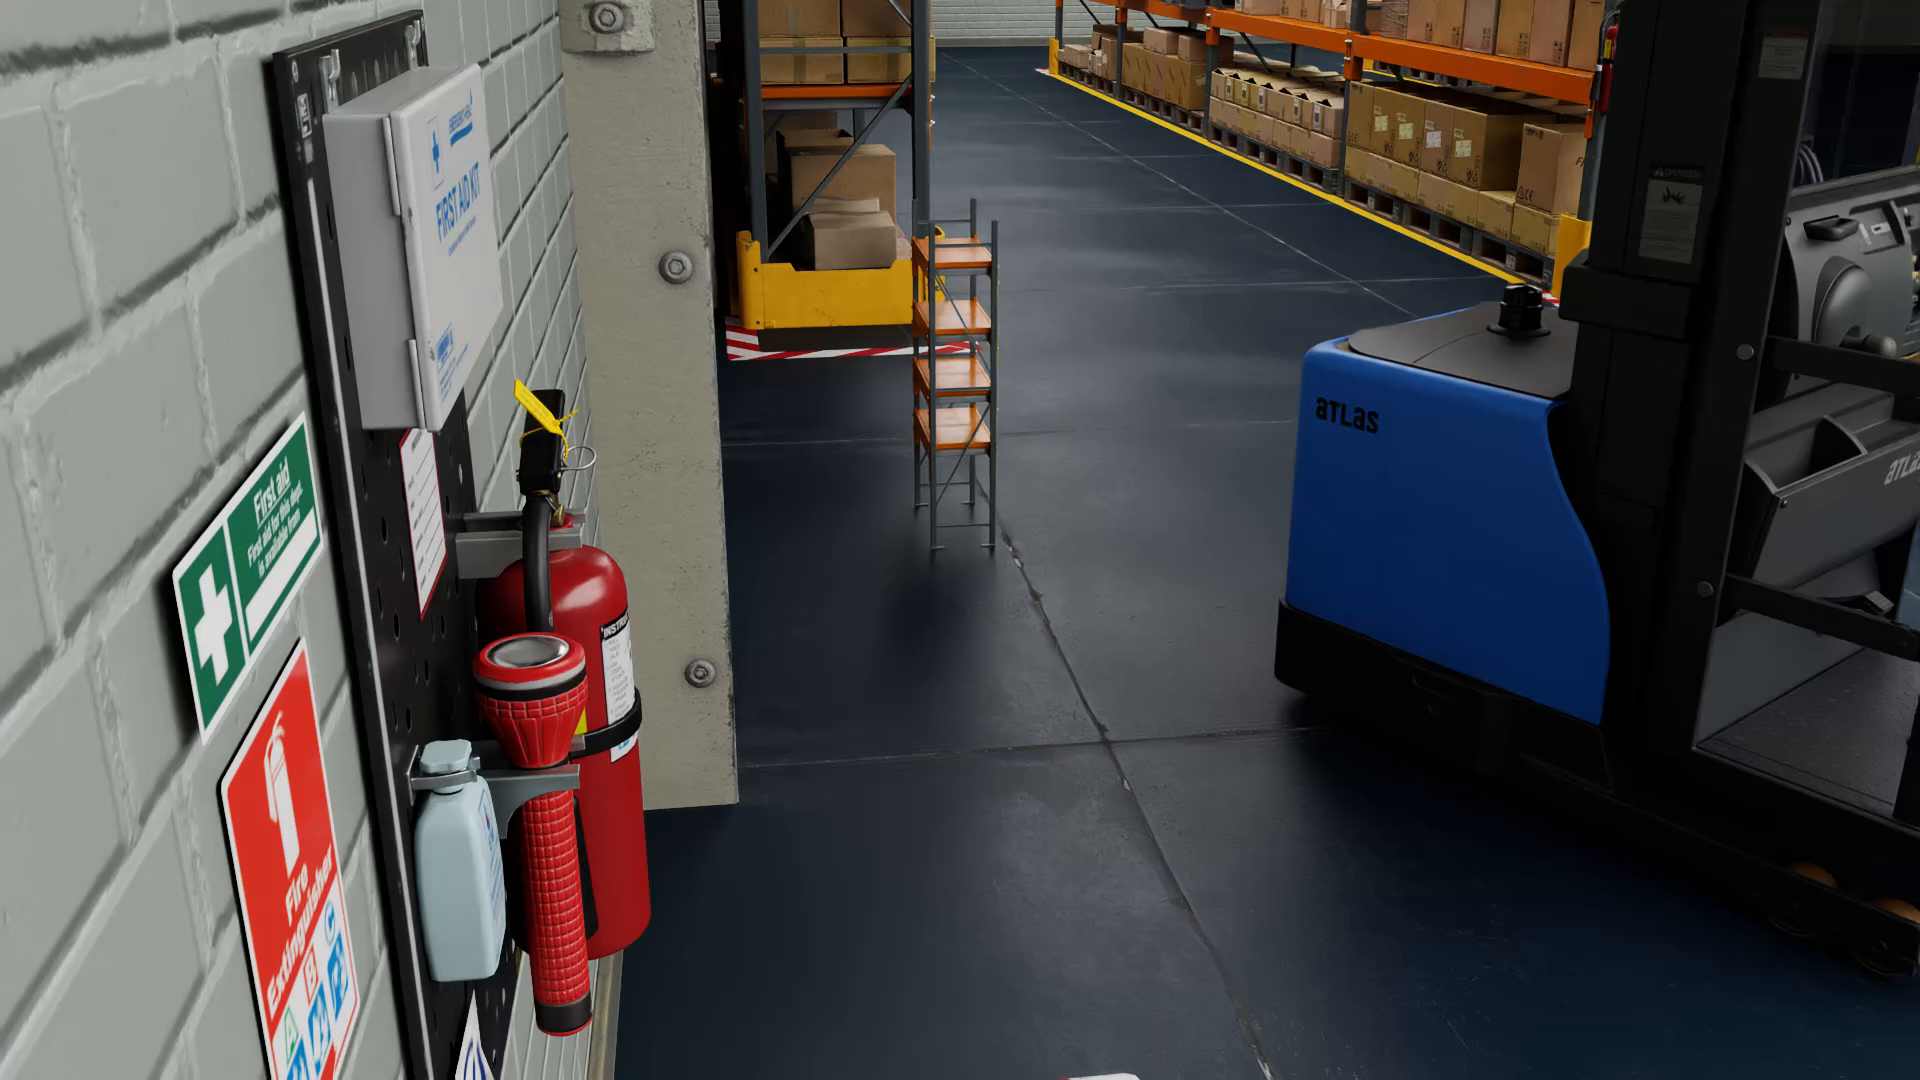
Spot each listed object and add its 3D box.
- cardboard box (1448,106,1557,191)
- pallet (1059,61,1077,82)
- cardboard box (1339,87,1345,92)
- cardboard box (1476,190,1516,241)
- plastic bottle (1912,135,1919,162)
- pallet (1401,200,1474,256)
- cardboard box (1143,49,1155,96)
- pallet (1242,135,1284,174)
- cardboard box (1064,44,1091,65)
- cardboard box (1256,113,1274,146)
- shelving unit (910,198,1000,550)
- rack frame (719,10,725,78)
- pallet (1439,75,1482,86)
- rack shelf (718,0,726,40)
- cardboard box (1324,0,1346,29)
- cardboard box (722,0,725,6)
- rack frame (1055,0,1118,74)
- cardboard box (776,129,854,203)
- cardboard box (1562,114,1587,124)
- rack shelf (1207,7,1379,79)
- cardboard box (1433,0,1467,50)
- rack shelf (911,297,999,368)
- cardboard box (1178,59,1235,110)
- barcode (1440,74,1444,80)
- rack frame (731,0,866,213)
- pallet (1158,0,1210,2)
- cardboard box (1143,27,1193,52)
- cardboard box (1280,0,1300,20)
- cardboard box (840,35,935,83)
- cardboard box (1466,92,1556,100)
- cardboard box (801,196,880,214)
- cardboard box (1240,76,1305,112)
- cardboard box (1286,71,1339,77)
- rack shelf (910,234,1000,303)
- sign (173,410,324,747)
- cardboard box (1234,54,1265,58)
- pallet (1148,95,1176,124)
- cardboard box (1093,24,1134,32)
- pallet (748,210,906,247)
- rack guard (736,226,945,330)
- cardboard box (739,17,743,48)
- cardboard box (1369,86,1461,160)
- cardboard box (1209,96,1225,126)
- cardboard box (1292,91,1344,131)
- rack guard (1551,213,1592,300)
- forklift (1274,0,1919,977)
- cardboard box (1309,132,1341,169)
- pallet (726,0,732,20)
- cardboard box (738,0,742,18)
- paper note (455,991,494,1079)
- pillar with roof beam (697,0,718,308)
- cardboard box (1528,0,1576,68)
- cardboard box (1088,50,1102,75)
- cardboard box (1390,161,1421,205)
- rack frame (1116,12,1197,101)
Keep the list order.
[{"bbox_3d":[3.700,-2.681,11.366,0.500,0.500,0.500,-3,21,-8],"label":"cardboard box"},{"bbox_3d":[2.051,-6.836,24.218,1.003,0.211,1.213,-3,21,-8],"label":"pallet"},{"bbox_3d":[3.698,-3.970,15.086,0.500,0.311,0.500,-4,21,-10],"label":"cardboard box"},{"bbox_3d":[3.777,-2.157,11.034,0.500,0.250,0.500,-3,21,-8],"label":"cardboard box"},{"bbox_3d":[8.168,-3.334,14.127,0.097,0.271,0.097,0,20,0],"label":"plastic bottle"},{"bbox_3d":[3.906,-2.283,12.027,1.003,0.211,1.213,-3,21,-8],"label":"pallet"},{"bbox_3d":[2.482,-5.558,19.753,0.500,0.500,0.500,-3,21,-7],"label":"cardboard box"},{"bbox_3d":[3.330,-3.660,15.715,1.003,0.211,1.213,-3,21,-8],"label":"pallet"},{"bbox_3d":[1.794,-6.987,23.938,0.500,0.250,0.500,-3,21,-8],"label":"cardboard box"},{"bbox_3d":[3.090,-3.856,15.584,0.500,0.250,0.500,-2,21,-7],"label":"cardboard box"},{"bbox_3d":[-0.024,-0.619,6.160,0.258,1.200,0.503,-3,21,-8],"label":"shelving unit"},{"bbox_3d":[-2.977,-8.194,23.867,1.000,3.000,0.127,-3,21,-8],"label":"rack frame"},{"bbox_3d":[7.259,-6.255,22.661,1.003,0.211,1.213,-3,21,-8],"label":"pallet"},{"bbox_3d":[-2.112,-5.779,18.431,1.077,0.370,4.000,-3,21,-8],"label":"rack shelf"},{"bbox_3d":[3.346,-4.522,14.229,0.396,0.266,0.258,-3,21,-9],"label":"cardboard box"},{"bbox_3d":[-2.335,-5.765,17.695,0.380,0.149,0.250,-3,21,-9],"label":"cardboard box"},{"bbox_3d":[1.924,-8.445,24.540,1.000,3.000,0.127,-3,21,-8],"label":"rack frame"},{"bbox_3d":[-1.058,-2.717,12.147,0.500,0.500,0.500,-4,21,-12],"label":"cardboard box"},{"bbox_3d":[4.299,-2.535,10.974,0.500,0.500,0.500,-3,21,-8],"label":"cardboard box"},{"bbox_3d":[3.366,-4.646,15.395,1.077,0.370,4.000,-3,21,-8],"label":"rack shelf"},{"bbox_3d":[3.875,-3.827,12.034,0.700,0.500,0.500,-3,21,-7],"label":"cardboard box"},{"bbox_3d":[-0.024,-0.766,6.105,0.258,0.148,0.480,-3,21,-8],"label":"rack shelf"},{"bbox_3d":[2.710,-5.022,18.319,0.500,0.500,0.500,-2,21,-6],"label":"cardboard box"},{"bbox_3d":[4.029,-3.884,13.901,0.001,0.075,0.075,-3,21,-8],"label":"barcode"},{"bbox_3d":[-1.247,-4.039,12.743,1.000,3.000,0.127,-3,21,-8],"label":"rack frame"},{"bbox_3d":[2.792,-6.258,18.959,1.003,0.211,1.213,-3,21,-8],"label":"pallet"},{"bbox_3d":[2.474,-5.920,19.652,0.500,0.250,0.500,-3,21,-8],"label":"cardboard box"},{"bbox_3d":[3.335,-5.142,15.553,0.500,0.500,0.500,-4,21,-11],"label":"cardboard box"},{"bbox_3d":[-0.427,-2.778,9.553,0.500,0.250,0.500,-4,21,-9],"label":"cardboard box"},{"bbox_3d":[4.073,-3.054,12.363,0.500,0.500,0.500,-3,21,-8],"label":"cardboard box"},{"bbox_3d":[-0.764,-2.042,10.611,0.500,0.311,0.500,-1,21,-3],"label":"cardboard box"},{"bbox_3d":[3.018,-4.292,15.949,0.500,0.311,0.500,-3,21,-9],"label":"cardboard box"},{"bbox_3d":[3.478,-4.498,16.500,0.500,0.311,0.500,-3,21,-9],"label":"cardboard box"},{"bbox_3d":[-0.024,-0.988,6.022,0.258,0.148,0.480,-3,21,-8],"label":"rack shelf"},{"bbox_3d":[-0.459,0.012,1.089,0.001,0.109,0.331,-3,21,-8],"label":"sign"},{"bbox_3d":[3.146,-5.237,18.895,0.500,0.500,0.500,-3,21,-8],"label":"cardboard box"},{"bbox_3d":[2.835,-5.051,19.437,1.003,0.211,1.213,-3,21,-8],"label":"pallet"},{"bbox_3d":[2.246,-7.304,24.429,0.500,0.500,0.500,-3,21,-8],"label":"cardboard box"},{"bbox_3d":[-0.936,-2.079,11.480,1.003,0.211,1.213,-3,21,-8],"label":"pallet"},{"bbox_3d":[-0.682,-1.509,9.543,1.175,0.500,0.348,-3,21,-8],"label":"rack guard"},{"bbox_3d":[-1.304,-3.629,11.832,0.500,0.250,0.500,-4,21,-9],"label":"cardboard box"},{"bbox_3d":[3.491,-3.201,12.757,0.500,0.500,0.500,-3,21,-8],"label":"cardboard box"},{"bbox_3d":[2.862,-4.388,17.006,0.500,0.250,0.500,-3,21,-8],"label":"cardboard box"},{"bbox_3d":[3.231,-3.767,14.543,0.500,0.311,0.500,-2,21,-6],"label":"cardboard box"},{"bbox_3d":[4.234,-1.726,10.123,1.175,0.500,0.348,-3,21,-8],"label":"rack guard"},{"bbox_3d":[2.254,-0.614,3.671,1.130,2.935,3.031,-16,26,-36],"label":"forklift"},{"bbox_3d":[3.307,-3.328,14.168,0.500,0.250,0.500,-3,21,-8],"label":"cardboard box"},{"bbox_3d":[-1.616,-5.093,15.838,1.213,0.211,1.003,-3,21,-8],"label":"pallet"},{"bbox_3d":[-1.249,-3.804,11.228,0.500,0.500,0.500,-2,21,-6],"label":"cardboard box"},{"bbox_3d":[-0.487,0.560,1.690,0.016,0.148,0.142,-3,21,-8],"label":"paper note"},{"bbox_3d":[2.632,-5.880,9.099,9.100,9.000,0.400,-3,21,-8],"label":"pillar with roof beam"},{"bbox_3d":[4.096,-3.296,10.611,0.700,0.500,0.500,-2,21,-6],"label":"cardboard box"},{"bbox_3d":[2.030,-6.449,22.410,0.500,0.311,0.500,-3,21,-8],"label":"cardboard box"},{"bbox_3d":[3.555,-2.676,12.424,0.500,0.250,0.500,-3,21,-8],"label":"cardboard box"},{"bbox_3d":[2.501,-7.060,20.832,1.000,3.000,0.127,-3,21,-8],"label":"rack frame"}]
